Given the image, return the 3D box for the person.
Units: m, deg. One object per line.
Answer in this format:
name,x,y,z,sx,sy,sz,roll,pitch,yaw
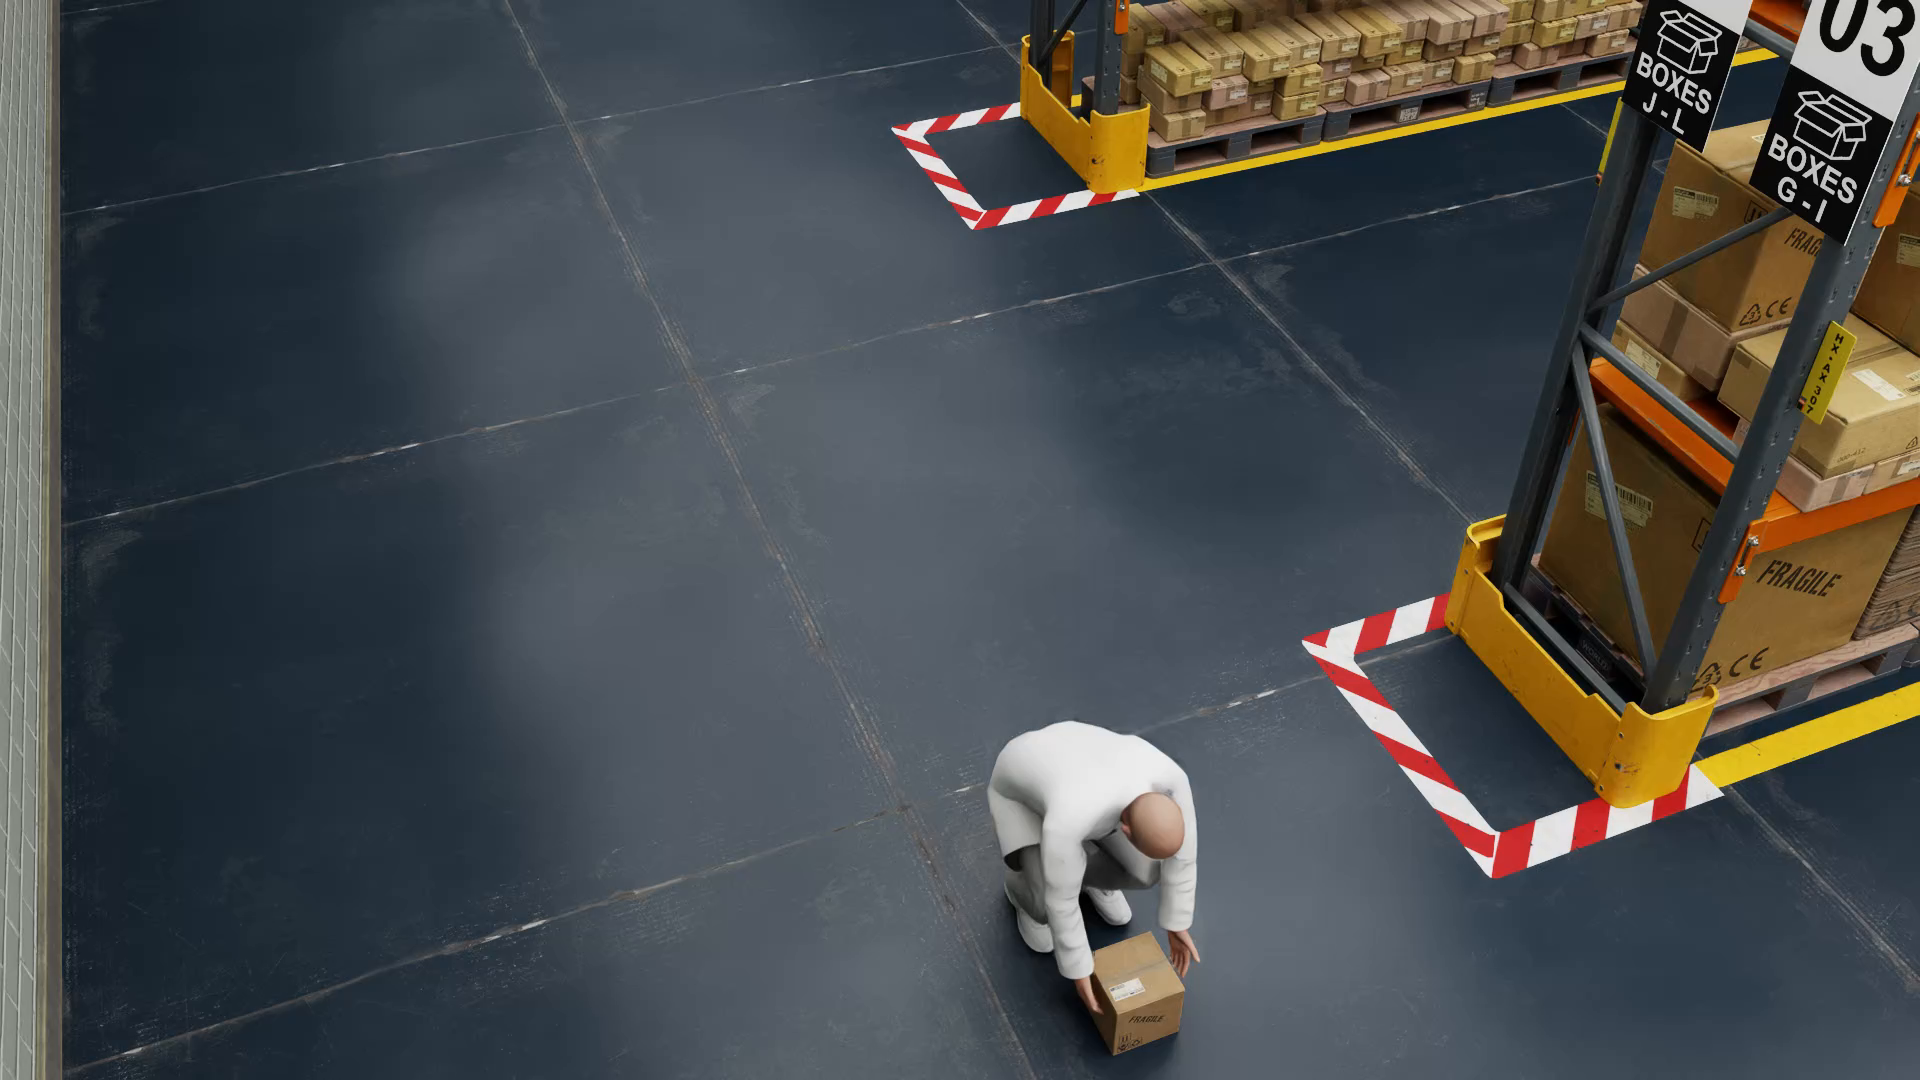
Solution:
person,0.444,1.034,5.634,0.611,0.930,0.896,-15,43,-17
